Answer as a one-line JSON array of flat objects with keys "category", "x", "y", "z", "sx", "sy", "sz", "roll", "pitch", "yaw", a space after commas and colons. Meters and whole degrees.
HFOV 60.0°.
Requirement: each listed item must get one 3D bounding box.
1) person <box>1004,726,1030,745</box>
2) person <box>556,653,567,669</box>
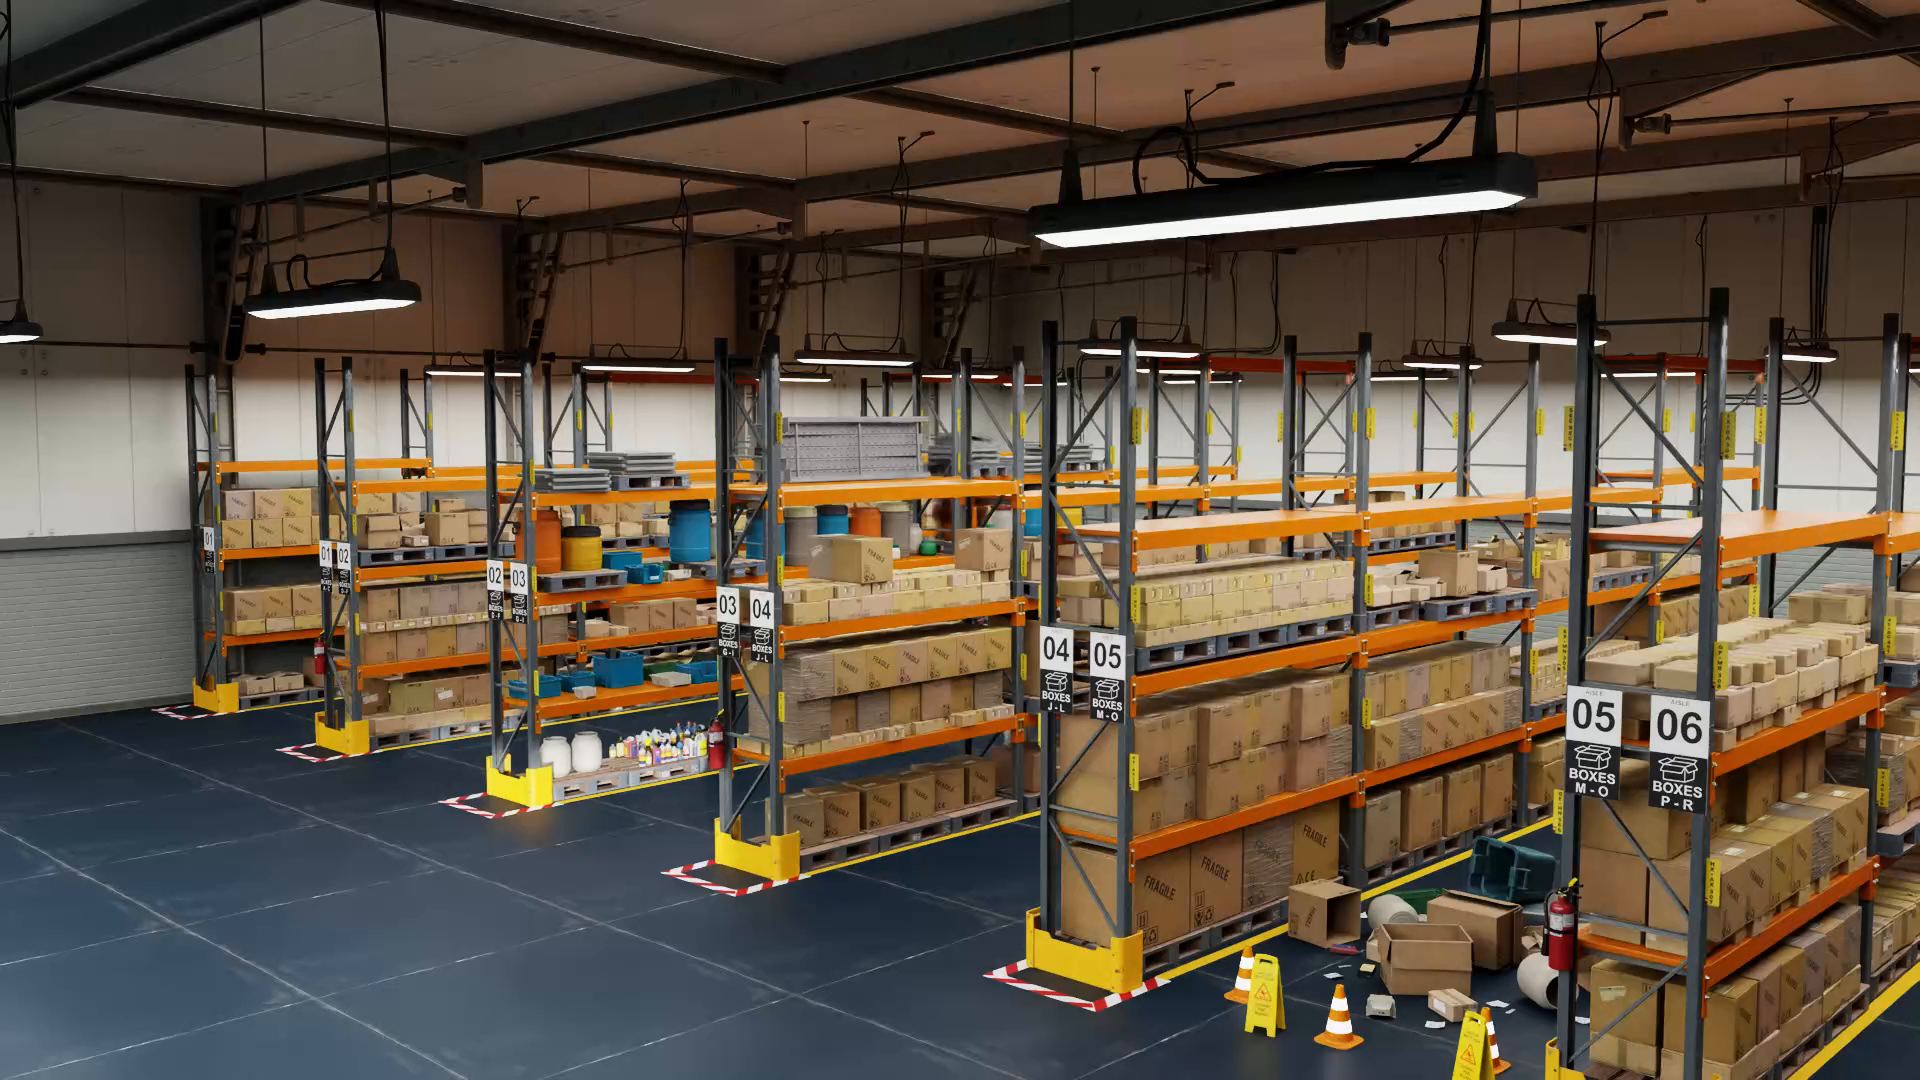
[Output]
[{"category": "person", "x": 0.832, "y": 2.455, "z": 24.868, "sx": 0.501, "sy": 1.634, "sz": 0.629, "roll": -1, "pitch": 4, "yaw": -12}, {"category": "person", "x": -7.638, "y": 1.915, "z": 31.260, "sx": 0.447, "sy": 1.693, "sz": 0.464, "roll": -1, "pitch": 4, "yaw": -10}]
